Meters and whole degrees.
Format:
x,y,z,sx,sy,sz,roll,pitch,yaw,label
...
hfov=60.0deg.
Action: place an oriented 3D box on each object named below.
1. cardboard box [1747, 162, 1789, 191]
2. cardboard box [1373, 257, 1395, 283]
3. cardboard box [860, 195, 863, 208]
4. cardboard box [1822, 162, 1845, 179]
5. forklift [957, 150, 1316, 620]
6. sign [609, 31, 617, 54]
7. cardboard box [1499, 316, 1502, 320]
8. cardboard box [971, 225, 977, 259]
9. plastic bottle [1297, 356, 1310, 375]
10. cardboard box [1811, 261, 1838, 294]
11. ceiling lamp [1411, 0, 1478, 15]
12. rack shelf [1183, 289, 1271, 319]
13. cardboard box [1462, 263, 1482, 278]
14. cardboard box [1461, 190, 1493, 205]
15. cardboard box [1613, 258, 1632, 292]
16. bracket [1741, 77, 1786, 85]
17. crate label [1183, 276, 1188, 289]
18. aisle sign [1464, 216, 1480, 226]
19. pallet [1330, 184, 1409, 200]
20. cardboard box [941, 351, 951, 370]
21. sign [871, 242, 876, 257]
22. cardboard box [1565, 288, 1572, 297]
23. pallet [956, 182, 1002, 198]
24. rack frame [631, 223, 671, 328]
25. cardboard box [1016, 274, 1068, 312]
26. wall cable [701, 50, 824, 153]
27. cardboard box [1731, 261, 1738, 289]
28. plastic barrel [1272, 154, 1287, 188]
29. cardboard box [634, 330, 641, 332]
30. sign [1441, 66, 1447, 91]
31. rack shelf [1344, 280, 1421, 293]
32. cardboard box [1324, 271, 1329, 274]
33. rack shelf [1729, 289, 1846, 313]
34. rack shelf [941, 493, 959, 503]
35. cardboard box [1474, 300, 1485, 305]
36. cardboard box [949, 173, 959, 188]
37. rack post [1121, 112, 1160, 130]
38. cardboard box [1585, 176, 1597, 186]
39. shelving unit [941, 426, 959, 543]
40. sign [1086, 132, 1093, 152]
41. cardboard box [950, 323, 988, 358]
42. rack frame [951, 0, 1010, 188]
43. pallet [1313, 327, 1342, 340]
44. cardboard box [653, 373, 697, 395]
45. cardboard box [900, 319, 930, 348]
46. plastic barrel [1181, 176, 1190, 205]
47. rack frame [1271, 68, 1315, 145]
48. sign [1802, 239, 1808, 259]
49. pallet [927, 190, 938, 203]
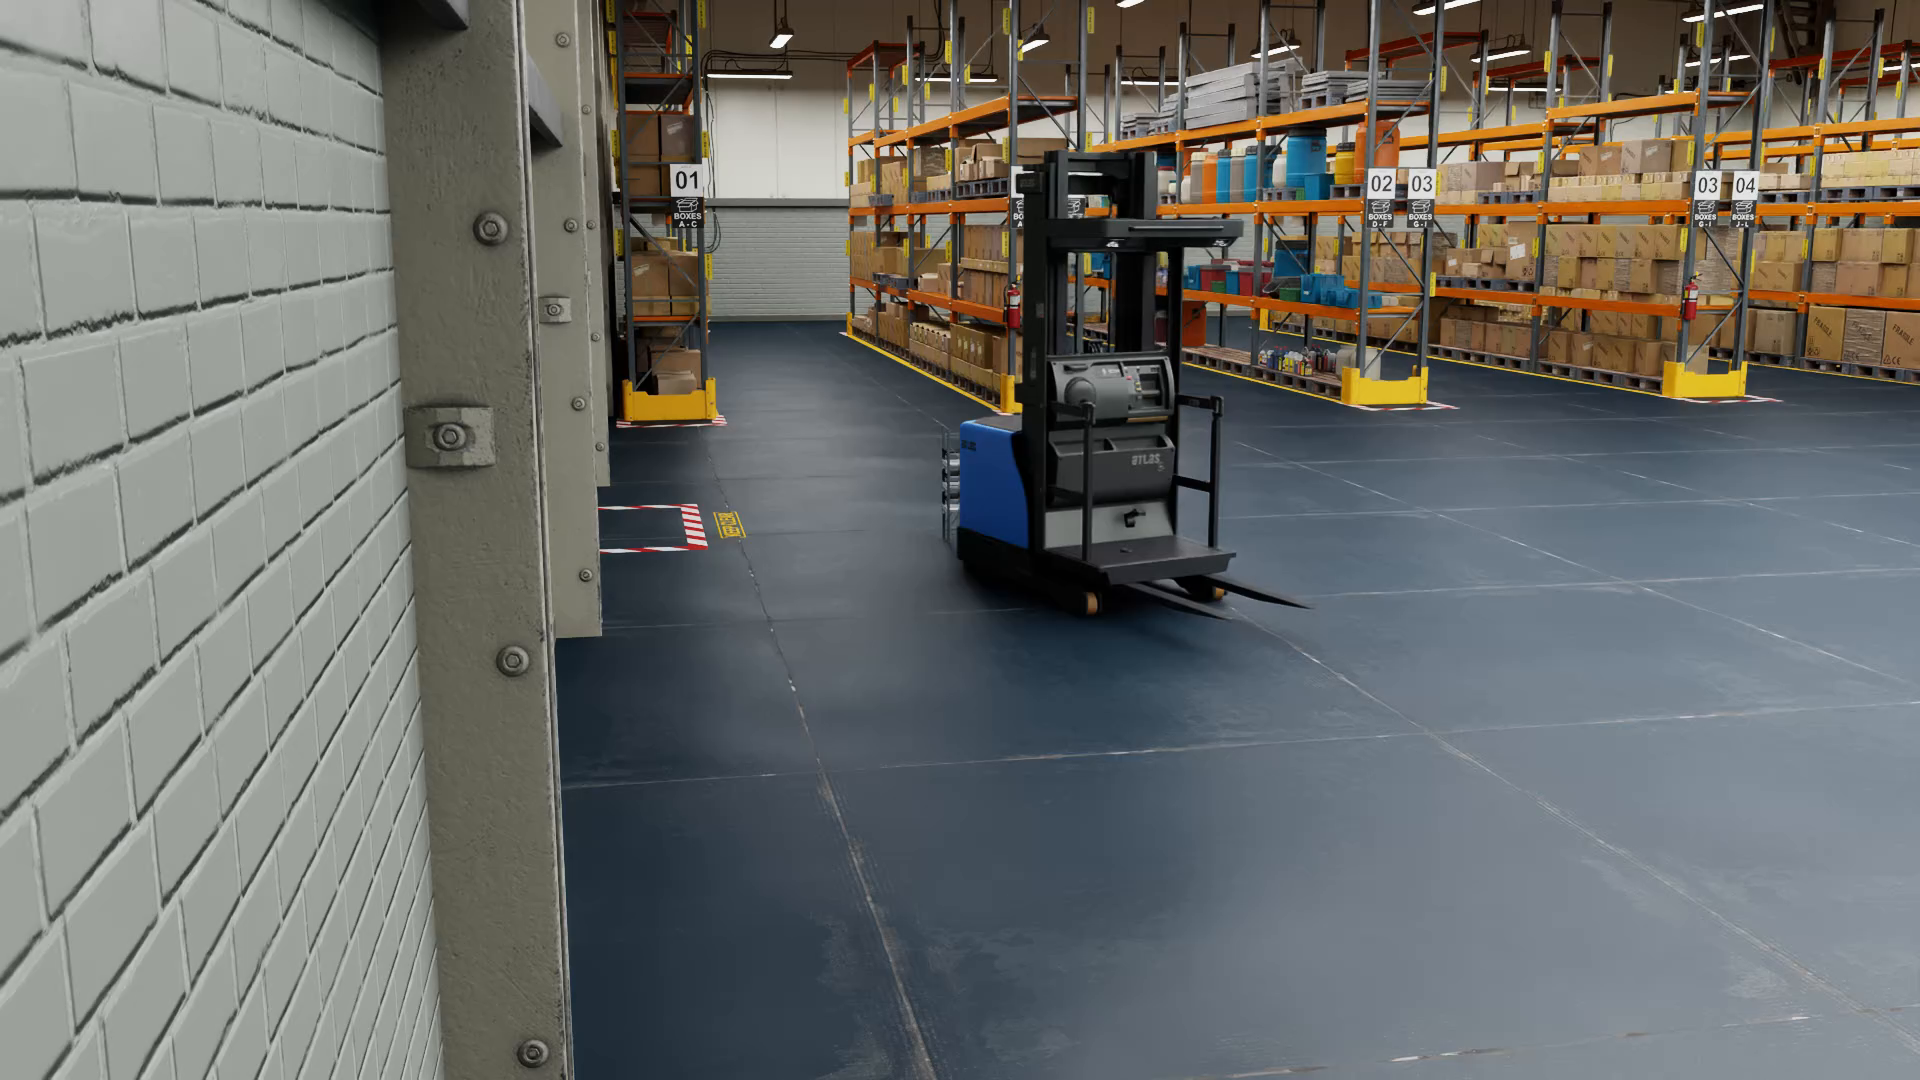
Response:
x,y,z,sx,sy,sz,roll,pitch,yaw,label
14.796,-6.663,30.499,0.500,0.500,0.500,-2,11,-11,cardboard box
8.666,-5.442,33.499,0.500,0.500,0.500,-2,11,-10,cardboard box
-1.838,-7.160,35.172,0.500,0.250,0.500,-2,11,-11,cardboard box
14.782,-6.161,27.737,0.500,0.250,0.500,-2,11,-11,cardboard box
1.117,-1.043,10.839,1.130,2.935,3.031,-6,12,-28,forklift
-5.043,-7.220,24.140,0.100,0.325,0.005,-2,11,-11,sign
12.650,-5.125,38.603,0.380,0.149,0.250,-3,11,-14,cardboard box
0.551,-4.451,24.821,0.700,0.500,0.500,-2,11,-11,cardboard box
5.187,-2.630,25.101,0.152,0.276,0.135,-2,11,-11,plastic bottle
15.045,-4.466,28.237,0.875,0.550,0.550,-2,11,-11,cardboard box
7.990,-10.009,26.106,0.800,3.185,2.000,-2,11,-11,ceiling lamp
4.829,-4.131,28.802,1.077,0.370,4.000,-2,11,-11,rack shelf
9.399,-4.848,29.925,0.500,0.250,0.500,-2,11,-13,cardboard box
9.349,-6.148,29.853,0.500,0.250,0.500,-2,11,-10,cardboard box
10.505,-4.042,25.347,0.875,0.500,0.500,-2,11,-11,cardboard box
21.719,-12.859,47.060,0.076,0.066,5.218,-2,11,-11,bracket
4.154,-4.678,30.201,0.303,0.233,0.416,-2,11,-11,crate label
12.319,-7.940,39.938,0.394,0.787,0.004,-2,11,-11,aisle sign
5.931,-4.920,23.507,1.003,0.211,1.213,-2,11,-11,pallet
-0.006,-2.859,26.427,0.500,0.250,0.500,-2,11,-12,cardboard box
-1.728,-5.810,33.382,0.100,0.325,0.005,-2,11,-11,sign
9.993,-3.987,26.795,0.380,0.149,0.250,-2,11,-11,cardboard box
0.550,-5.213,24.776,1.003,0.211,1.213,-2,11,-11,pallet
-6.834,-5.958,36.478,1.000,3.000,0.127,-2,11,-11,rack frame
1.058,-3.340,22.454,0.700,0.500,0.500,-2,11,-11,cardboard box
-4.930,-11.010,41.771,3.097,2.526,0.112,-2,11,-11,wall cable
14.300,-4.873,30.510,0.500,0.500,0.500,-2,11,-12,cardboard box
5.109,-5.766,26.025,0.421,0.512,0.421,0,11,0,plastic barrel
-5.100,-3.250,27.760,0.700,0.500,0.500,-2,11,-11,cardboard box
6.536,-6.248,22.513,0.100,0.325,0.005,-2,11,-11,sign
8.909,-5.045,33.603,1.077,0.370,4.000,-2,11,-11,rack shelf
8.089,-5.733,35.966,0.380,0.149,0.250,-2,11,-10,cardboard box
14.572,-4.473,30.599,1.077,0.370,4.000,-2,11,-11,rack shelf
-0.002,-0.322,13.143,0.258,0.077,0.200,-2,11,-11,rack shelf
12.396,-5.650,39.770,0.380,0.149,0.250,-3,11,-14,cardboard box
0.139,-5.758,26.684,0.500,0.250,0.500,-3,11,-17,cardboard box
3.795,-8.339,33.145,0.937,0.300,0.954,-2,11,-12,rack post
10.044,-5.630,26.068,0.380,0.149,0.250,-2,11,-12,cardboard box
-0.002,-0.444,13.120,0.258,0.900,0.210,-2,11,-11,shelving unit
1.682,-5.165,21.741,0.100,0.325,0.005,-2,11,-11,sign
0.142,-3.066,25.506,0.500,0.500,0.500,-2,11,-11,cardboard box
0.359,-6.885,25.304,1.000,3.000,0.127,-2,11,-11,rack frame
8.449,-4.537,36.472,1.003,0.211,1.213,-2,11,-11,pallet
-3.768,-2.049,21.955,0.500,0.311,0.500,-3,11,-17,cardboard box
-0.832,-3.823,30.769,0.500,0.500,0.500,-2,11,-9,cardboard box
4.200,-6.312,30.014,0.421,0.512,0.421,0,11,0,plastic barrel
7.743,-9.446,38.757,1.000,3.000,0.127,-2,11,-11,rack frame
14.431,-4.968,28.391,0.100,0.325,0.005,-2,11,-11,sign
0.021,-5.726,27.743,1.003,0.211,1.213,-2,11,-8,pallet
